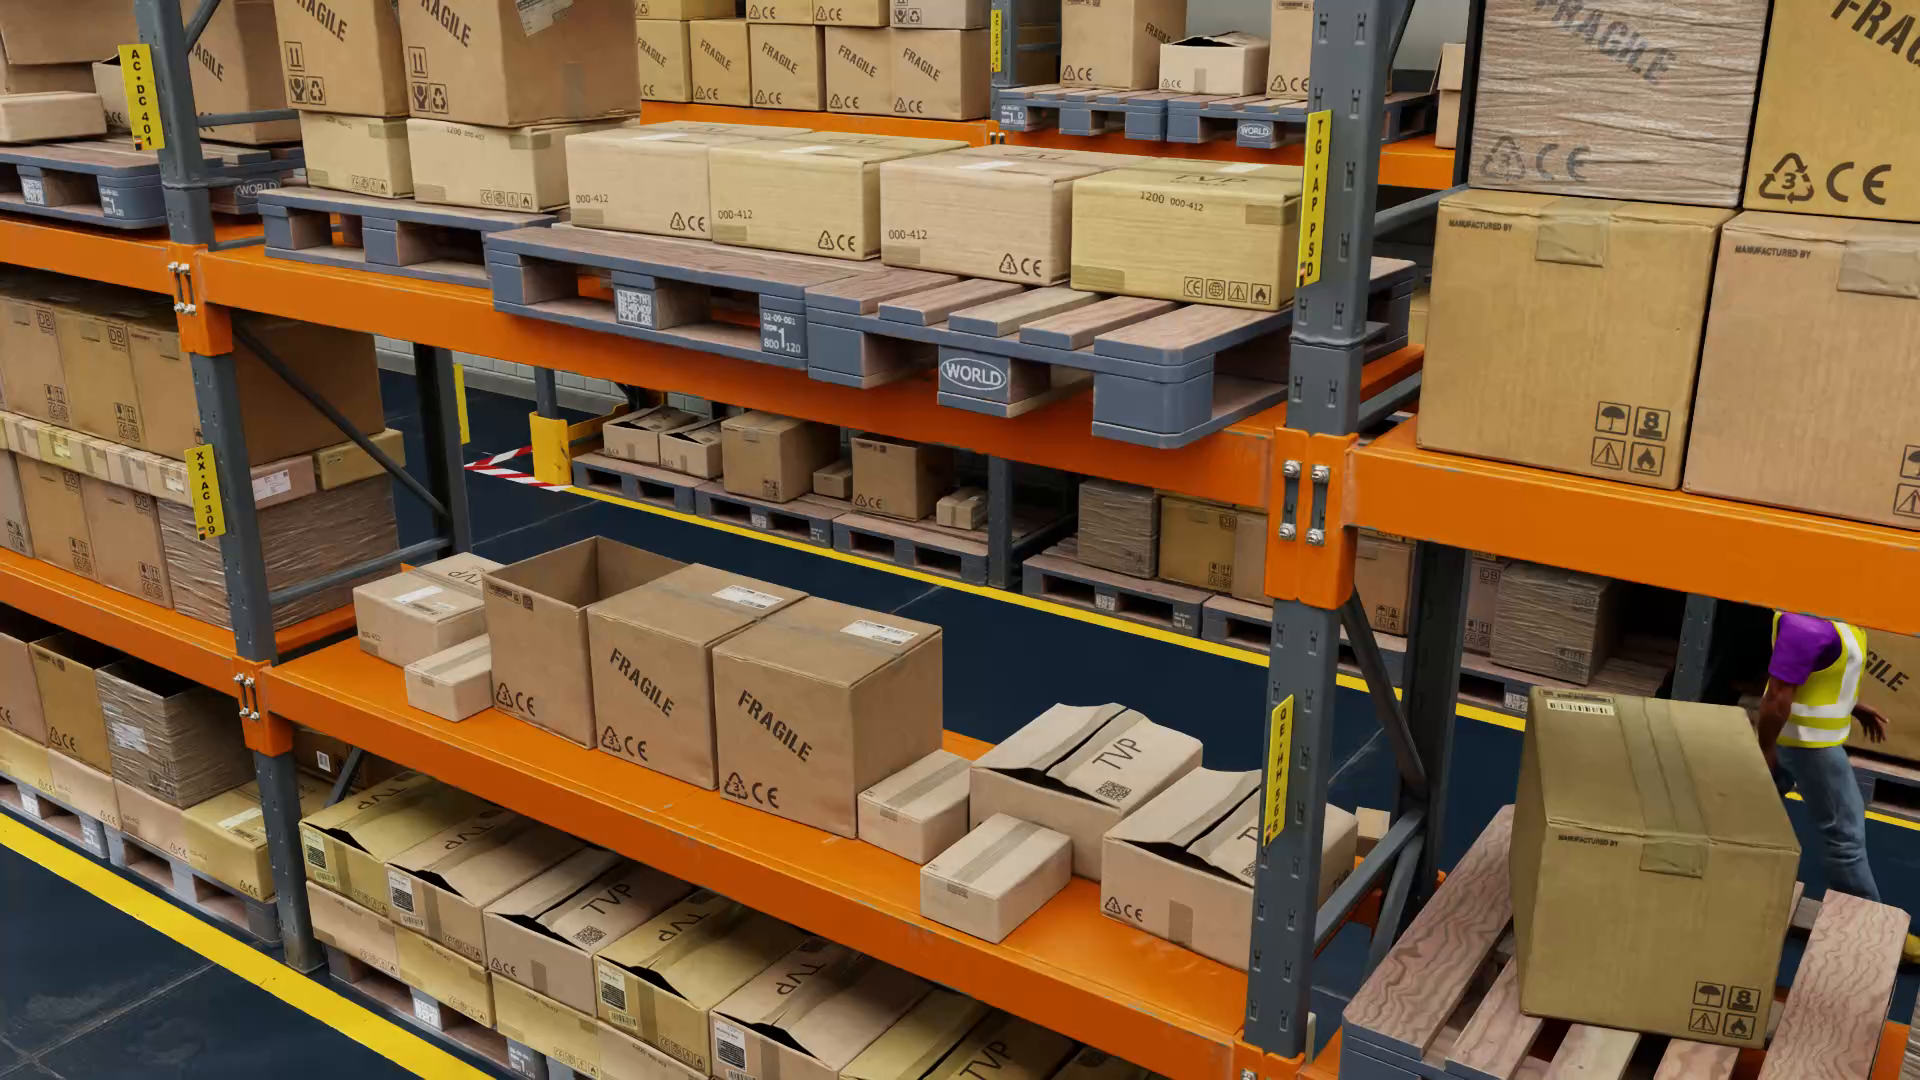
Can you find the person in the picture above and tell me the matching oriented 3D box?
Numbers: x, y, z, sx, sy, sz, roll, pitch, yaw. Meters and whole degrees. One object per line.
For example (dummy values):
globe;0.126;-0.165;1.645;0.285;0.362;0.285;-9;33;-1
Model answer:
person;3.395;0.727;6.453;1.027;1.701;0.571;9;21;23
